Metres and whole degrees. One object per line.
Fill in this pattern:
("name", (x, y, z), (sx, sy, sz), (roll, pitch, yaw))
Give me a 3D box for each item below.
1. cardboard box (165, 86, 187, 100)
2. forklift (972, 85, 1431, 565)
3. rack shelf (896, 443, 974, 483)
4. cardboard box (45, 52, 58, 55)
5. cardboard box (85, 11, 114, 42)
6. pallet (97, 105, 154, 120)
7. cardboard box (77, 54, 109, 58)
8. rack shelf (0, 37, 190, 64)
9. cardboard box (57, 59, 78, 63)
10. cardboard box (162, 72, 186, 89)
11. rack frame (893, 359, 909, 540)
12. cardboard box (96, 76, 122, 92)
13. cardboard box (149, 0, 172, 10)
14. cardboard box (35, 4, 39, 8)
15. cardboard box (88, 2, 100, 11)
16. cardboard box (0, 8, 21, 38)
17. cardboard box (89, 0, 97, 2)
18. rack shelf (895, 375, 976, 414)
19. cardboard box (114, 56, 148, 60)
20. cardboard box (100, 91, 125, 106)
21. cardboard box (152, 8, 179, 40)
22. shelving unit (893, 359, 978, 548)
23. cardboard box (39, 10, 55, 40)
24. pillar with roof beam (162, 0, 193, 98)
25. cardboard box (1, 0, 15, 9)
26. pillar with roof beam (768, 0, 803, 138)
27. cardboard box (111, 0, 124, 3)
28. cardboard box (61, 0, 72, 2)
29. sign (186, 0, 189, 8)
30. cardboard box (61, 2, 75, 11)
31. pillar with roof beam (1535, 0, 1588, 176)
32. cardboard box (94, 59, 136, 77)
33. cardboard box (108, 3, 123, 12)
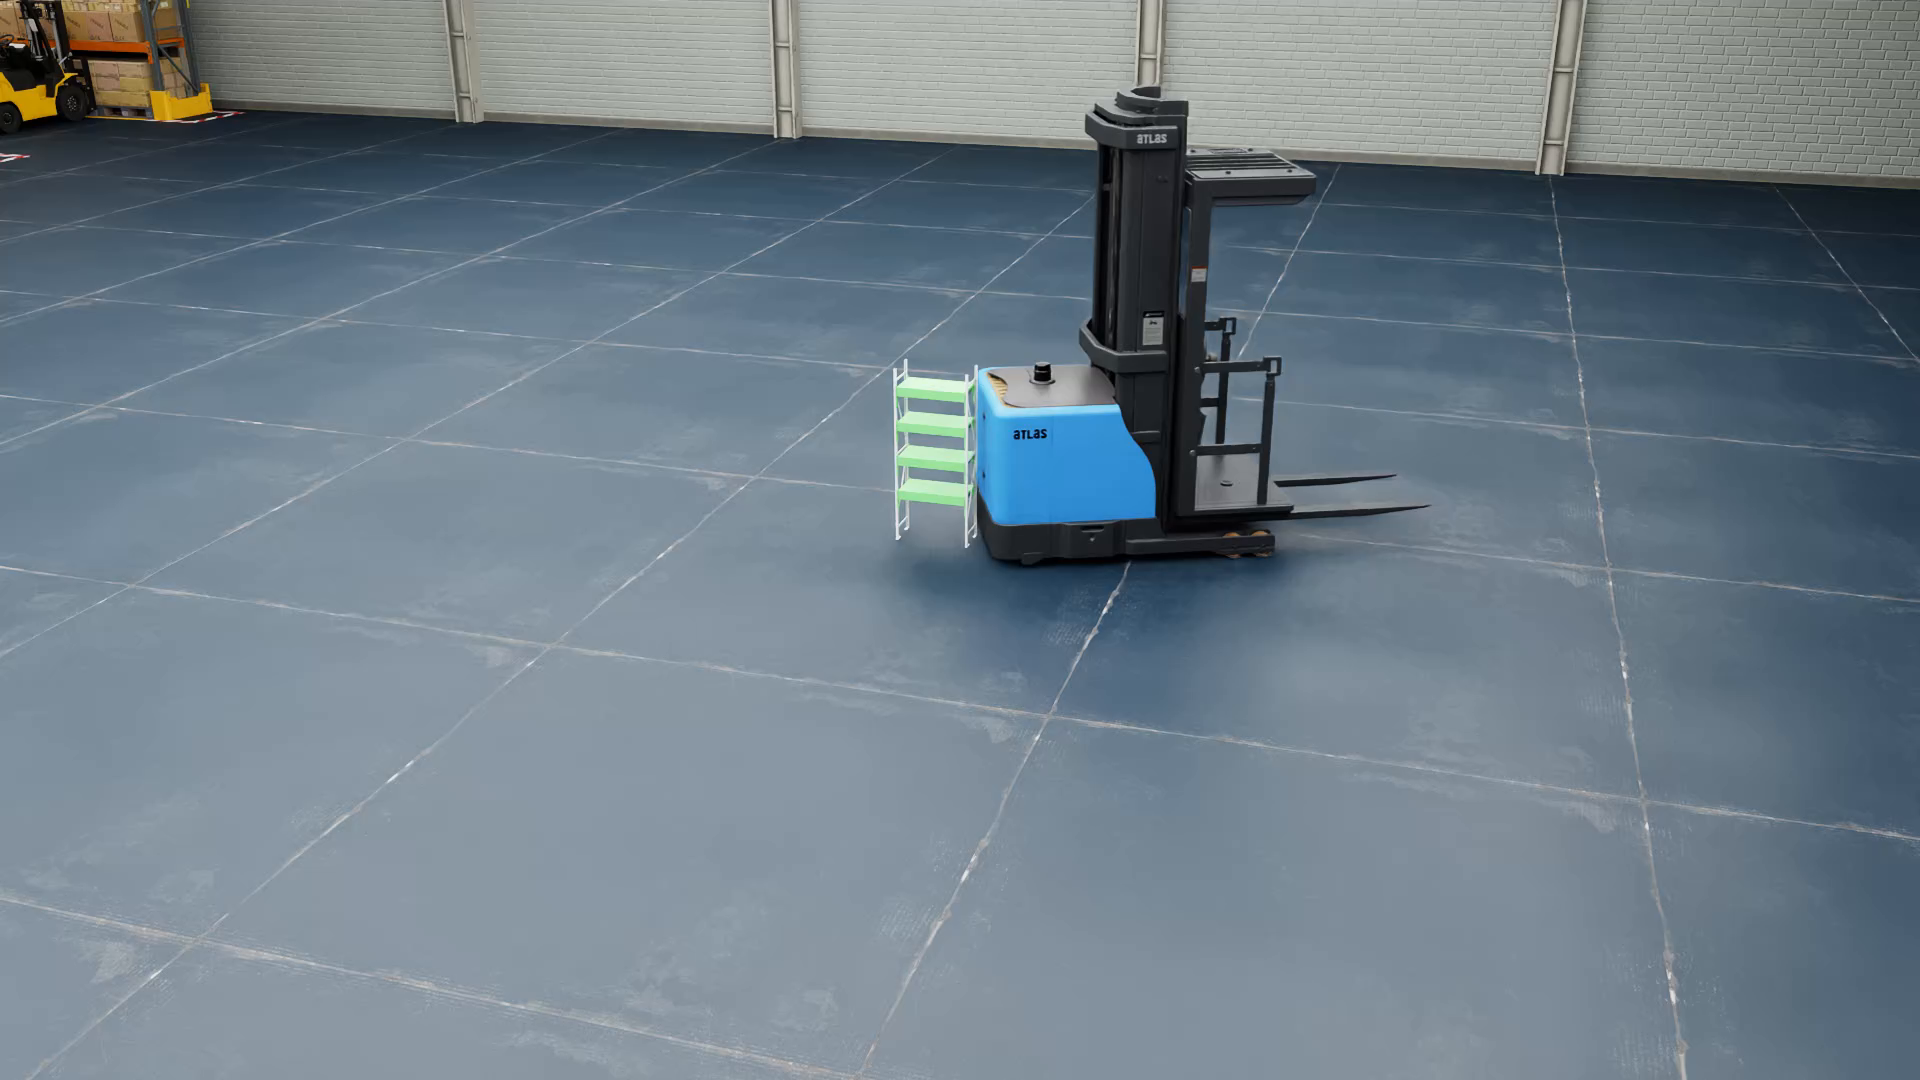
("cardboard box", (-14.342, -8.041, 29.990), (0.500, 0.250, 0.500), (7, 23, 16))
("forklift", (1.644, -1.431, 10.896), (3.031, 2.935, 1.130), (-3, 22, -7))
("rack shelf", (-0.158, -0.514, 11.111), (0.480, 0.148, 0.258), (7, 23, 16))
("cardboard box", (-16.742, -8.783, 30.482), (0.500, 0.250, 0.500), (6, 23, 15))
("cardboard box", (-14.970, -9.059, 29.270), (0.500, 0.500, 0.500), (7, 23, 17))
("pallet", (-14.673, -7.772, 29.940), (1.213, 0.211, 1.003), (7, 23, 16))
("cardboard box", (-15.778, -8.671, 30.208), (0.500, 0.250, 0.500), (6, 23, 14))
("rack shelf", (-15.844, -8.880, 29.914), (4.000, 0.370, 1.077), (7, 23, 16))
("cardboard box", (-15.919, -8.479, 29.742), (0.500, 0.250, 0.500), (6, 23, 14))
("cardboard box", (-14.319, -8.274, 29.900), (0.500, 0.250, 0.500), (7, 23, 16))
("rack frame", (-0.392, -0.600, 11.152), (0.015, 1.200, 0.240), (7, 23, 16))
("cardboard box", (-14.962, -8.146, 29.587), (0.500, 0.250, 0.500), (6, 23, 15))
("cardboard box", (-14.179, -9.472, 29.422), (0.250, 0.149, 0.380), (6, 23, 14))
("cardboard box", (-16.312, -9.497, 29.484), (0.250, 0.149, 0.380), (6, 23, 14))
("cardboard box", (-15.060, -9.376, 29.187), (0.250, 0.149, 0.380), (6, 23, 15))
("cardboard box", (-16.905, -9.284, 29.819), (0.500, 0.500, 0.500), (7, 23, 16))
("cardboard box", (-15.053, -9.529, 29.170), (0.250, 0.149, 0.380), (7, 23, 16))
("rack shelf", (-0.158, -0.958, 10.929), (0.480, 0.148, 0.258), (7, 23, 16))
("cardboard box", (-14.814, -8.553, 29.922), (0.500, 0.250, 0.500), (7, 23, 16))
("cardboard box", (-14.943, -7.911, 29.672), (0.500, 0.250, 0.500), (7, 23, 15))
("cardboard box", (-14.323, -9.195, 29.603), (0.500, 0.500, 0.500), (7, 23, 17))
("shelving unit", (-0.158, -0.573, 11.087), (0.503, 1.200, 0.258), (7, 23, 16))
("cardboard box", (-15.945, -9.166, 29.531), (0.500, 0.500, 0.500), (7, 23, 16))
("pillar with roof beam", (-15.579, -10.609, 25.276), (0.400, 9.000, 9.100), (7, 23, 16))
("cardboard box", (-16.808, -9.548, 29.607), (0.250, 0.149, 0.380), (7, 23, 17))
("pillar with roof beam", (-4.090, -9.294, 22.069), (0.400, 9.000, 9.100), (7, 23, 16))
("cardboard box", (-14.578, -9.456, 28.992), (0.250, 0.149, 0.380), (7, 23, 16))
("cardboard box", (-15.583, -9.544, 29.206), (0.250, 0.149, 0.380), (7, 23, 17))
("sign", (-13.763, -9.632, 29.554), (0.005, 0.325, 0.100), (7, 23, 16))
("cardboard box", (-15.577, -9.408, 29.267), (0.250, 0.149, 0.380), (7, 23, 16))
("pillar with roof beam", (7.398, -7.978, 18.862), (0.400, 9.000, 9.100), (7, 23, 16))
("cardboard box", (-14.950, -8.370, 29.474), (0.500, 0.250, 0.500), (7, 23, 16))
("cardboard box", (-14.595, -9.294, 28.988), (0.250, 0.149, 0.380), (7, 23, 16))
